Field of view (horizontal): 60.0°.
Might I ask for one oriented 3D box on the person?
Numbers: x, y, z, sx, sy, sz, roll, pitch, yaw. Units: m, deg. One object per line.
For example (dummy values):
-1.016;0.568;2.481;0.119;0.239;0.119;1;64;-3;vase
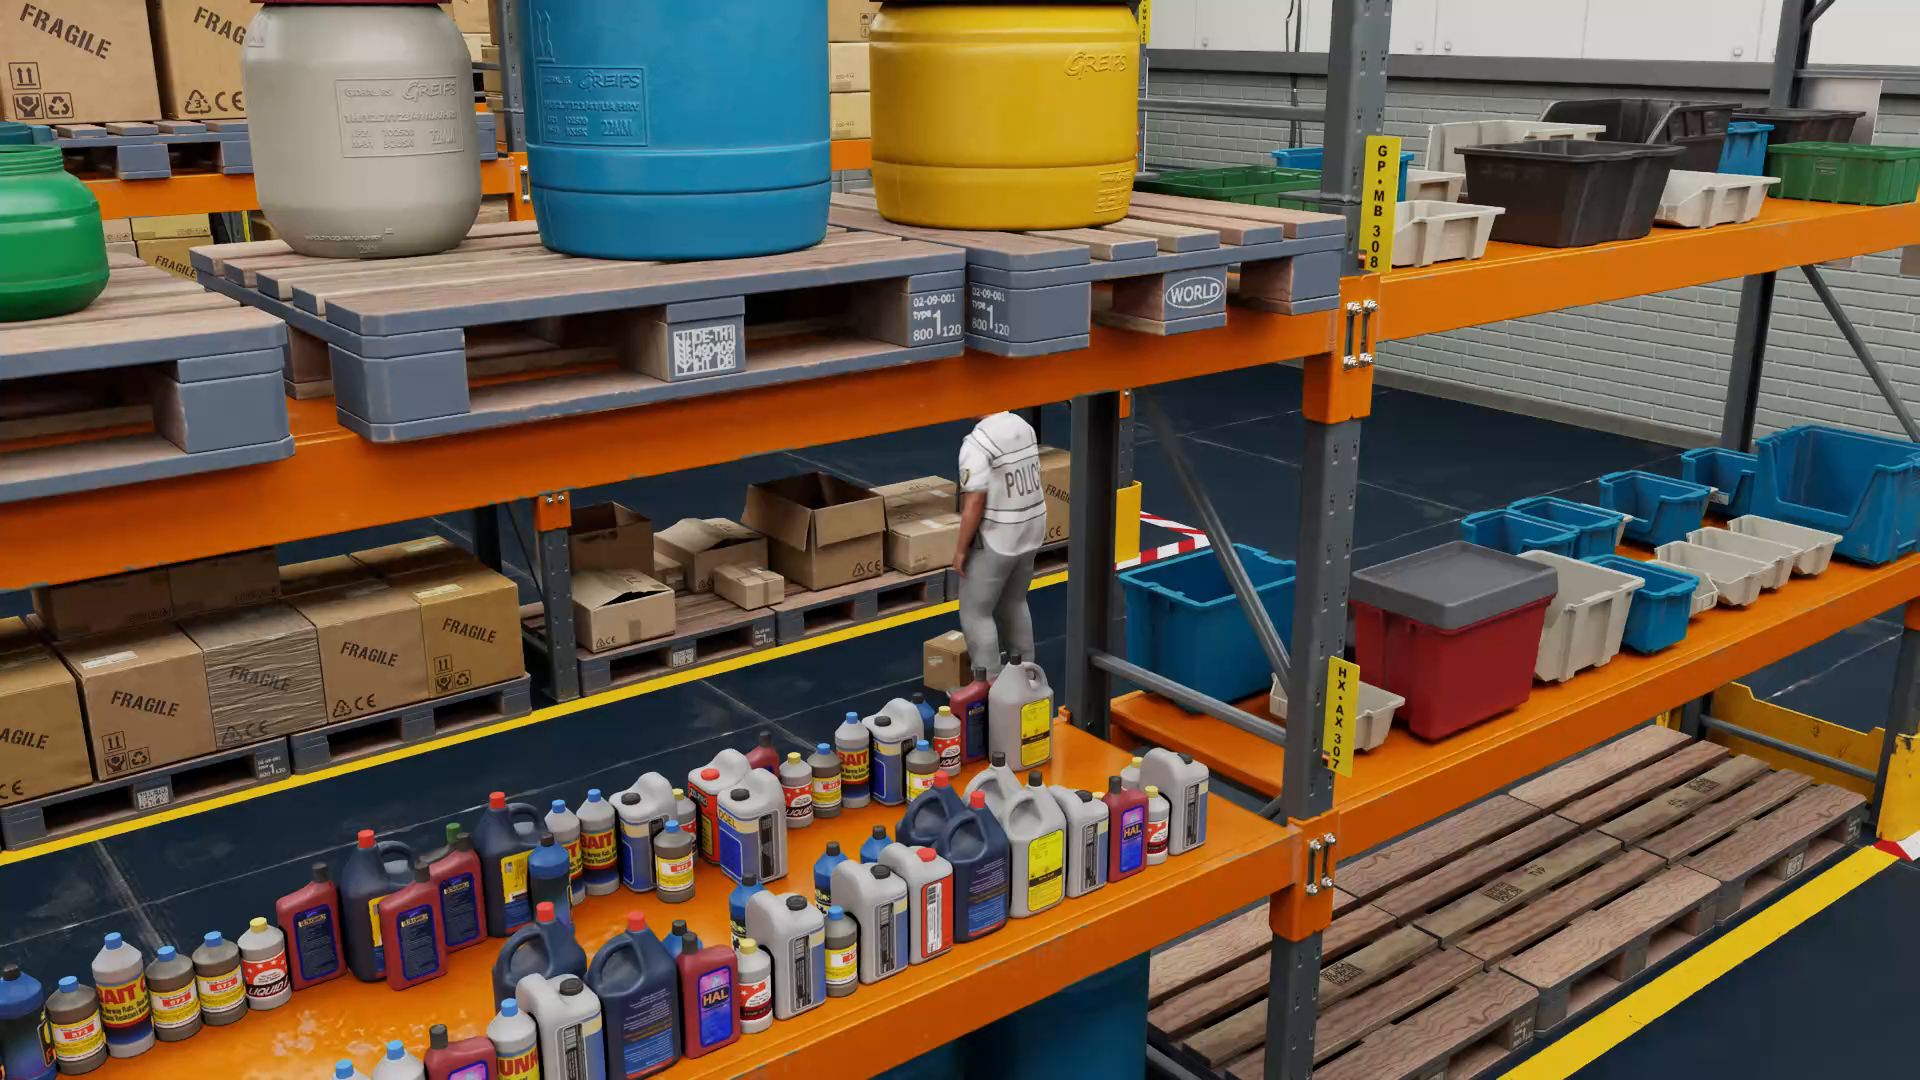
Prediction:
0.198;-0.002;8.546;0.433;1.747;0.588;14;22;37;person
